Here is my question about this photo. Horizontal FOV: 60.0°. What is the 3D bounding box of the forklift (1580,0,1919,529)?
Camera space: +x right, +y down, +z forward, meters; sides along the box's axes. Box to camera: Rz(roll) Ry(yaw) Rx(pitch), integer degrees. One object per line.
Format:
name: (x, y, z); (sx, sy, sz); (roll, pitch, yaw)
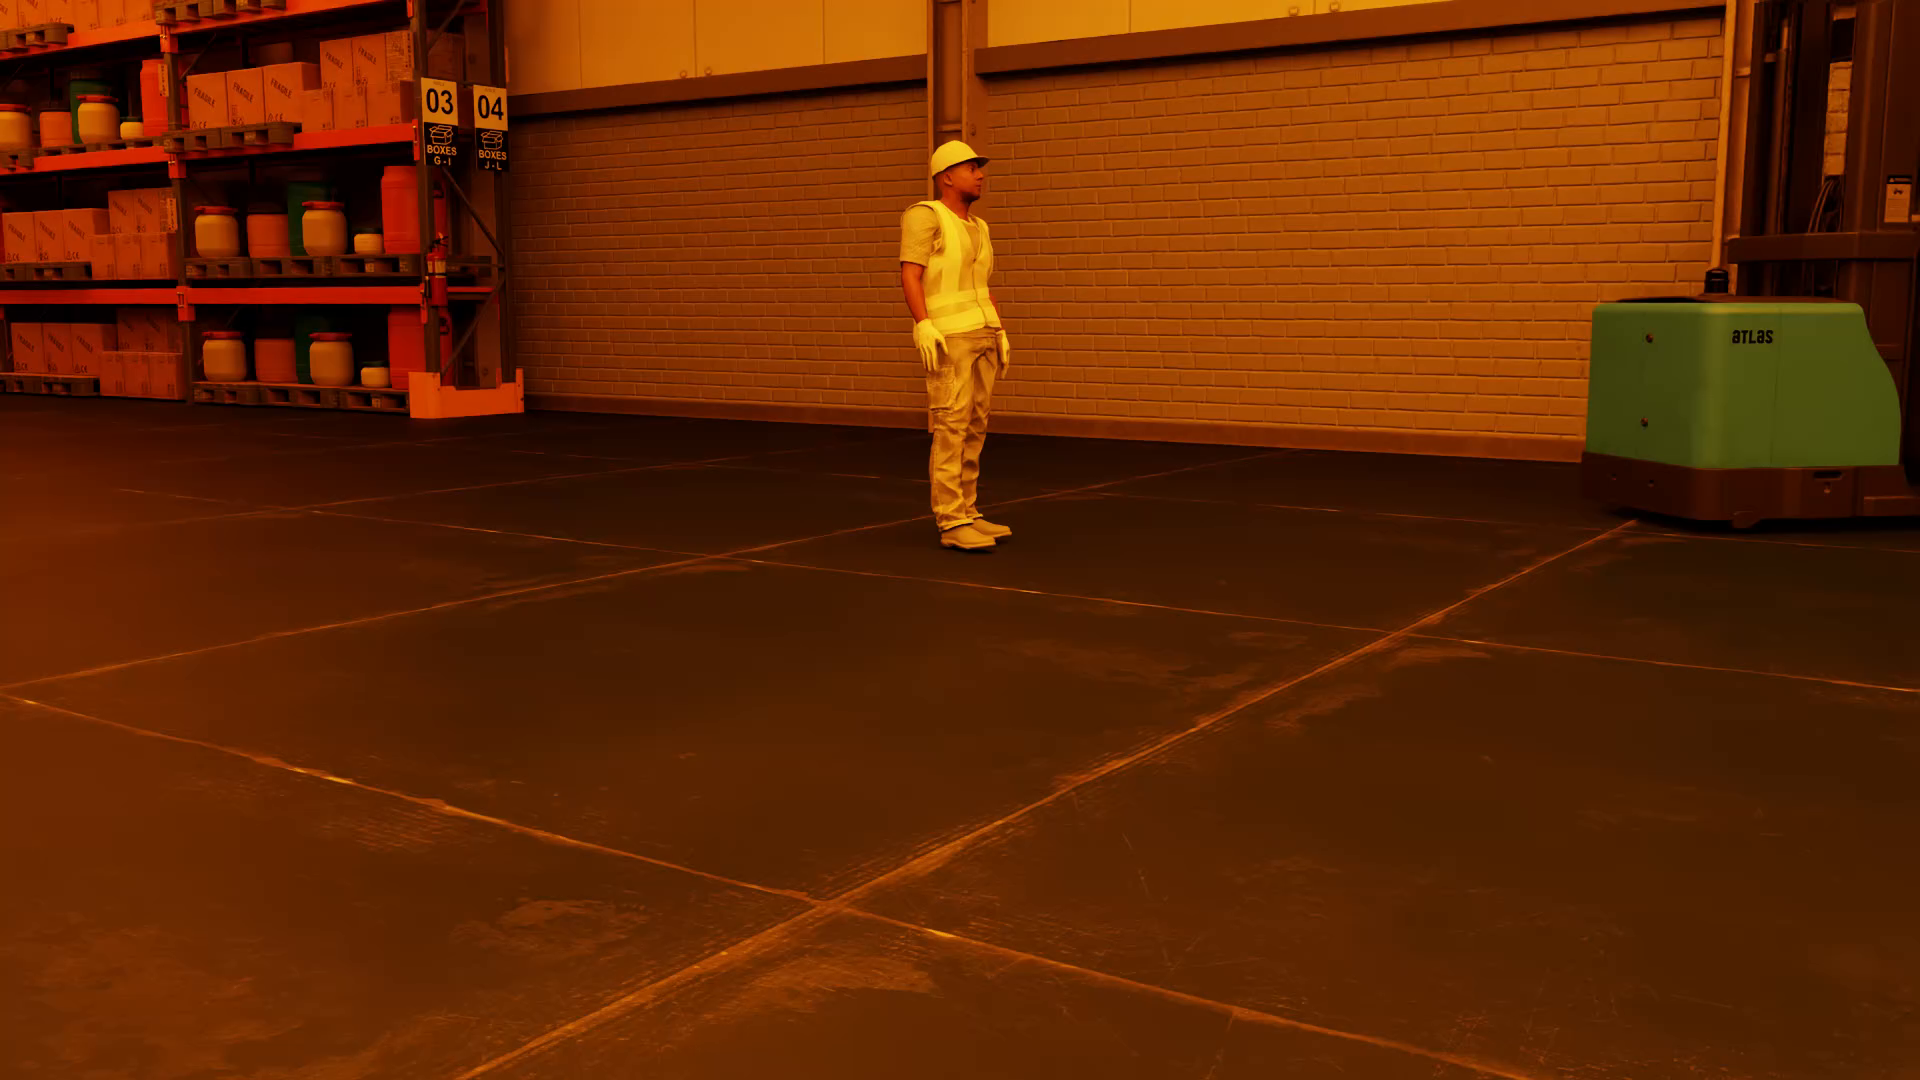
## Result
forklift: (4.795, -1.582, 8.321); (3.031, 2.935, 1.130); (-2, 8, -12)

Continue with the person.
person: (0.054, -0.883, 7.430); (0.577, 1.782, 0.656); (5, 10, 34)
